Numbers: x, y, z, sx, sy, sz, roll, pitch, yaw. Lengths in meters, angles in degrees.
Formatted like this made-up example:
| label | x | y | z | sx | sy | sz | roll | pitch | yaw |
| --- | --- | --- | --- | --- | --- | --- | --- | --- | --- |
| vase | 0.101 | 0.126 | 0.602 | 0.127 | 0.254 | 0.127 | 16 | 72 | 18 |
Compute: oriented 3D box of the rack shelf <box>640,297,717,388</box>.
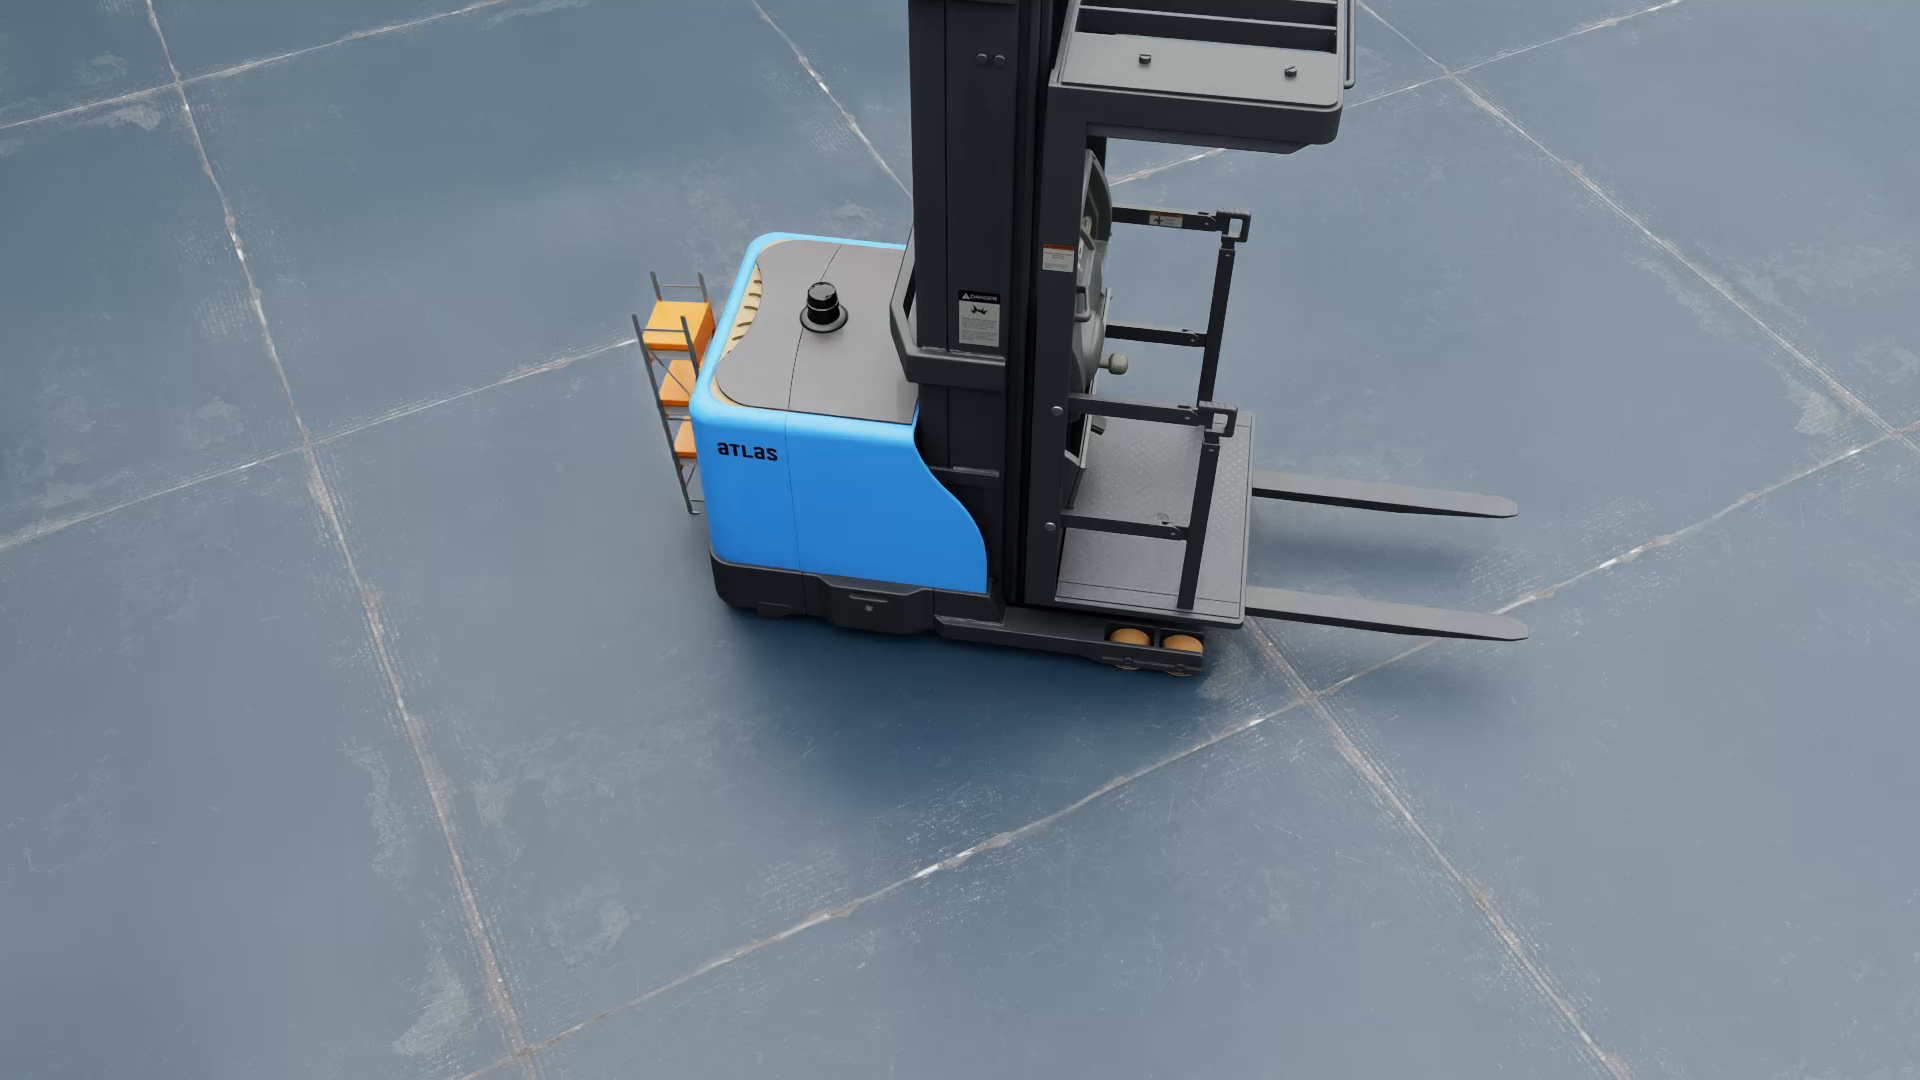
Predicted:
| label | x | y | z | sx | sy | sz | roll | pitch | yaw |
| --- | --- | --- | --- | --- | --- | --- | --- | --- | --- |
| rack shelf | -1.042 | -0.727 | 6.209 | 0.215 | 0.259 | 0.240 | 4 | 49 | 9 |

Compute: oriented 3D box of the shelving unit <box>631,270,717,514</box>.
| label | x | y | z | sx | sy | sz | roll | pitch | yaw |
| --- | --- | --- | --- | --- | --- | --- | --- | --- | --- |
| shelving unit | -1.021 | -0.545 | 6.412 | 0.215 | 1.050 | 0.252 | 4 | 49 | 9 |

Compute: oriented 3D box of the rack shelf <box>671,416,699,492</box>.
| label | x | y | z | sx | sy | sz | roll | pitch | yaw |
| --- | --- | --- | --- | --- | --- | --- | --- | --- | --- |
| rack shelf | -0.999 | -0.353 | 6.626 | 0.215 | 0.259 | 0.240 | 4 | 49 | 9 |

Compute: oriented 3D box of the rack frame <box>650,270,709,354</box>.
| label | x | y | z | sx | sy | sz | roll | pitch | yaw |
| --- | --- | --- | --- | --- | --- | --- | --- | --- | --- |
| rack frame | -1.003 | -0.636 | 6.491 | 0.200 | 1.050 | 0.008 | 4 | 49 | 9 |

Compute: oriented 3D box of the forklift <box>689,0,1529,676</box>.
| label | x | y | z | sx | sy | sz | roll | pitch | yaw |
| --- | --- | --- | --- | --- | --- | --- | --- | --- | --- |
| forklift | 0.623 | -0.890 | 5.474 | 3.031 | 2.935 | 1.130 | 7 | 49 | 6 |

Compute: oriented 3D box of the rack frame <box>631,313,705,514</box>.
| label | x | y | z | sx | sy | sz | roll | pitch | yaw |
| --- | --- | --- | --- | --- | --- | --- | --- | --- | --- |
| rack frame | -1.040 | -0.454 | 6.332 | 0.200 | 1.050 | 0.008 | 4 | 49 | 9 |

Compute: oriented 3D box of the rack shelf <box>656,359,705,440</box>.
| label | x | y | z | sx | sy | sz | roll | pitch | yaw |
| --- | --- | --- | --- | --- | --- | --- | --- | --- | --- |
| rack shelf | -1.021 | -0.538 | 6.420 | 0.215 | 0.259 | 0.240 | 4 | 49 | 9 |
